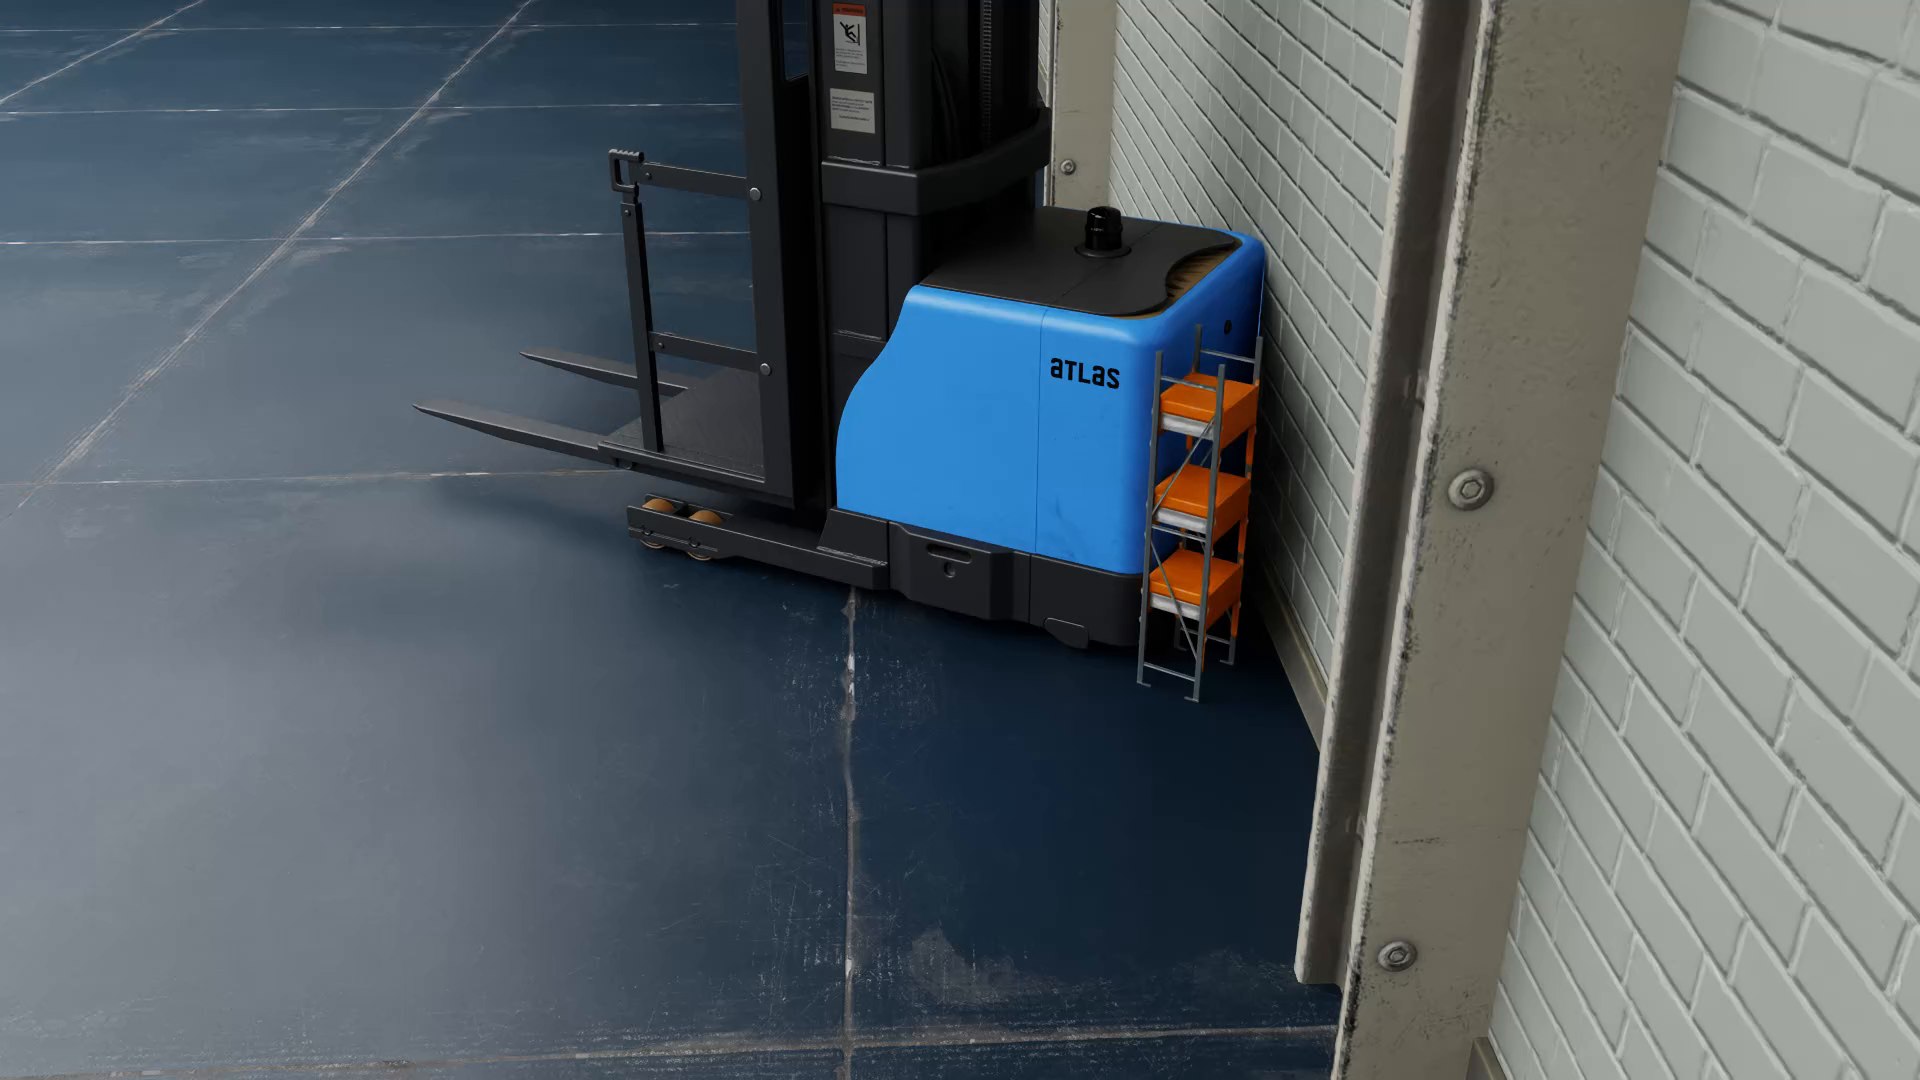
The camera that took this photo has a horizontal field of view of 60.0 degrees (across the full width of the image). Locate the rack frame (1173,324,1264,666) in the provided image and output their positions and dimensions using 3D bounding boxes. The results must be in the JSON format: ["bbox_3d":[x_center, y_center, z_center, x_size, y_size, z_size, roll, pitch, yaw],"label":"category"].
[{"bbox_3d":[0.743,-0.112,4.829,0.200,1.050,0.008,16,32,29],"label":"rack frame"}]

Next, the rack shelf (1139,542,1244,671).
[{"bbox_3d":[0.677,0.191,4.872,0.215,0.259,0.240,16,32,29],"label":"rack shelf"}]

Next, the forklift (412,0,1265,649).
[{"bbox_3d":[-0.562,-1.432,5.325,3.031,2.935,1.130,13,30,24],"label":"forklift"}]

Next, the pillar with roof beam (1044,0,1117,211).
[{"bbox_3d":[-3.675,-5.580,6.719,9.100,9.000,0.400,-1,28,-3],"label":"pillar with roof beam"}]

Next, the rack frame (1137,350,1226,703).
[{"bbox_3d":[0.611,-0.017,4.647,0.200,1.050,0.008,16,32,29],"label":"rack frame"}]

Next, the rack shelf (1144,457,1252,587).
[{"bbox_3d":[0.677,-0.055,4.743,0.215,0.259,0.240,16,32,29],"label":"rack shelf"}]

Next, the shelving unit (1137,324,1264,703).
[{"bbox_3d":[0.677,-0.064,4.738,0.215,1.050,0.252,16,32,29],"label":"shelving unit"}]

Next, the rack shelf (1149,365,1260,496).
[{"bbox_3d":[0.677,-0.307,4.612,0.215,0.259,0.240,16,32,29],"label":"rack shelf"}]

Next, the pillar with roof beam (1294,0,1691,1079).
[{"bbox_3d":[-3.362,-2.810,1.406,9.100,9.000,0.400,-1,28,-3],"label":"pillar with roof beam"}]
